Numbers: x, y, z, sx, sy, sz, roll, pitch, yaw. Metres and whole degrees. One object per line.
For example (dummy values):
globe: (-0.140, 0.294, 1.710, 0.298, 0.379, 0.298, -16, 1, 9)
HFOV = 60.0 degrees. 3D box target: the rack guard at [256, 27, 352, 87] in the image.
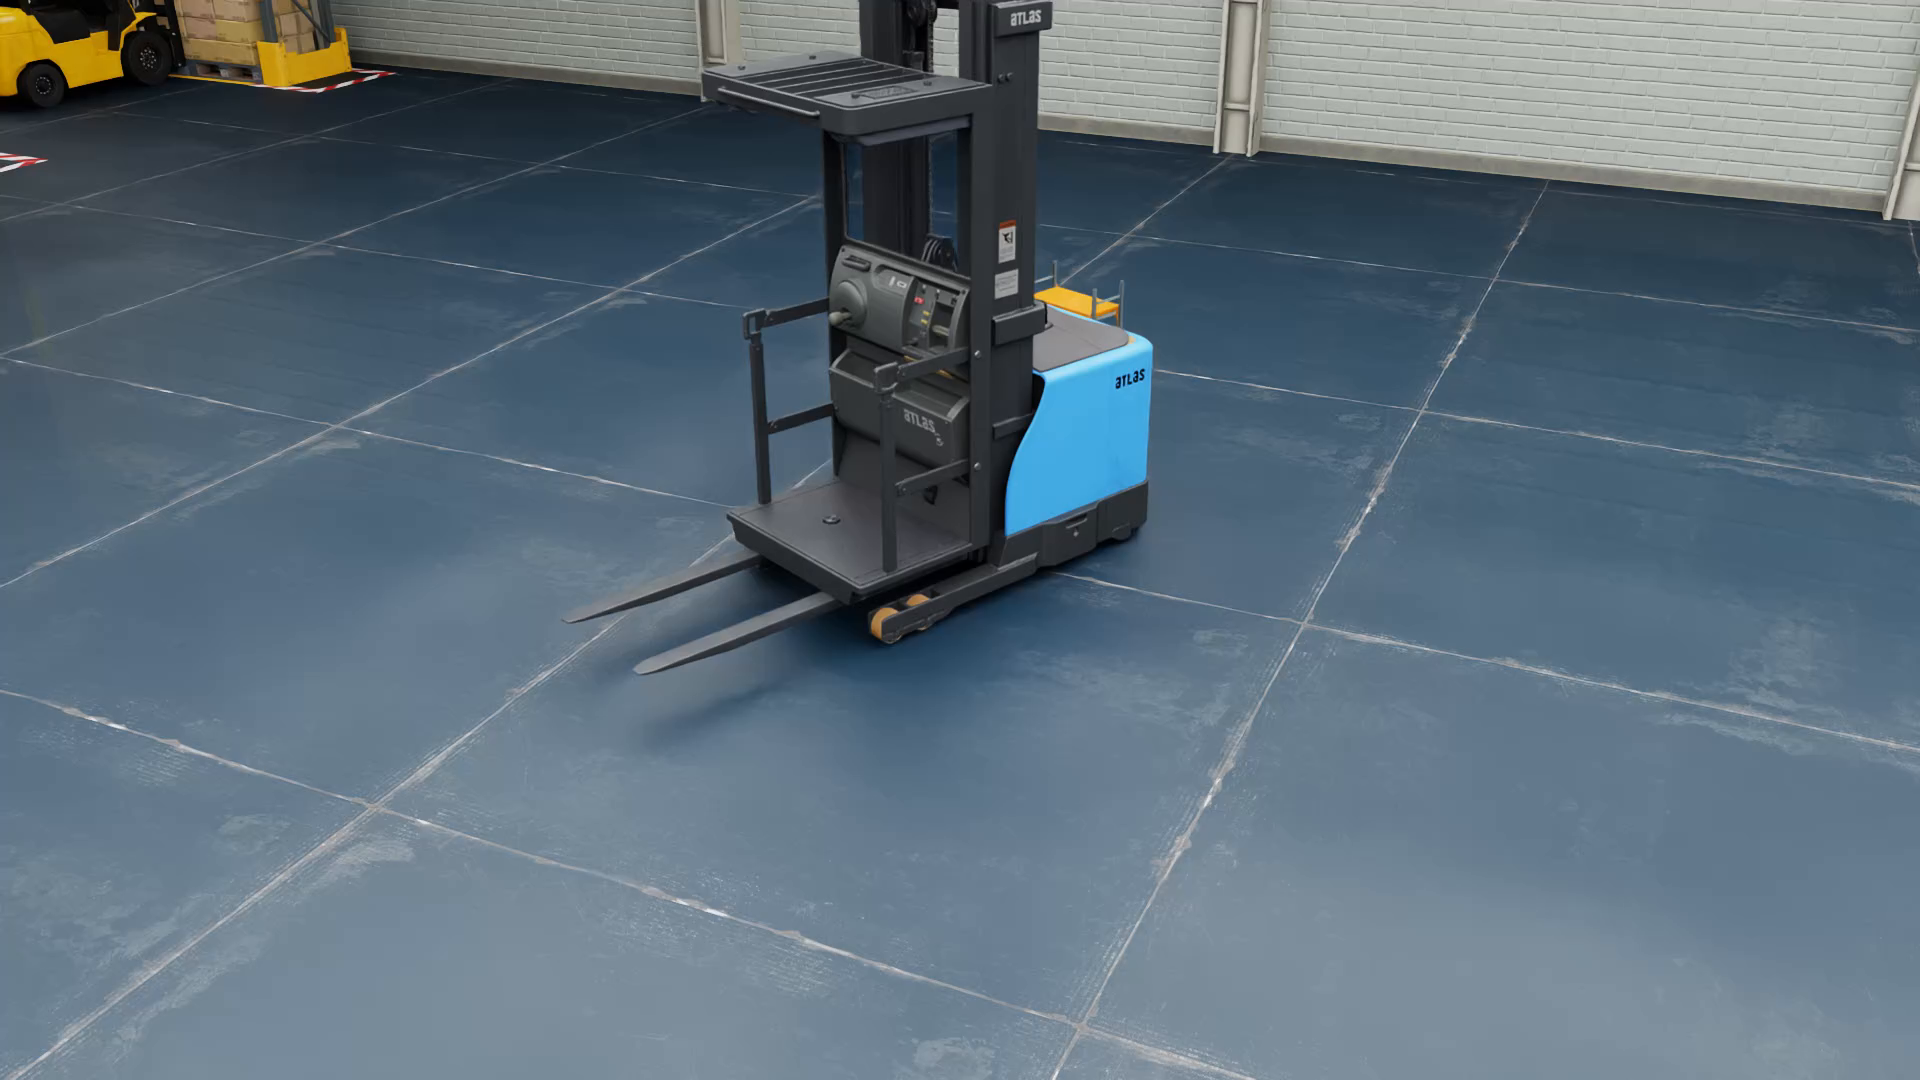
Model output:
rack guard: (-7.873, -5.818, 20.001, 0.348, 0.500, 1.175, 11, 28, 22)

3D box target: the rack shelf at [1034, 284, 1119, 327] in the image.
rack shelf: (0.613, -1.238, 9.016, 0.258, 0.148, 0.480, -23, 34, -39)

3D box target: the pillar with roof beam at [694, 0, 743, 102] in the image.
pillar with roof beam: (-4.476, -7.297, 13.384, 0.400, 9.000, 9.100, 11, 28, 22)

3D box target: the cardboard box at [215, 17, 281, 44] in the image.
cardboard box: (-8.468, -6.086, 19.788, 0.500, 0.250, 0.500, 11, 28, 21)

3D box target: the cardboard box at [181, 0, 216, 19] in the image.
cardboard box: (-8.911, -6.397, 19.853, 0.500, 0.250, 0.500, 12, 29, 23)

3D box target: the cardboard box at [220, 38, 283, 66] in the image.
cardboard box: (-8.454, -5.858, 19.889, 0.500, 0.250, 0.500, 12, 28, 22)

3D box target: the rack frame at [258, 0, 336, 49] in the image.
rack frame: (-7.895, -6.944, 19.458, 0.127, 3.000, 1.000, 11, 28, 22)

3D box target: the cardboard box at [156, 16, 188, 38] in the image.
cardboard box: (-9.398, -6.268, 20.157, 0.500, 0.250, 0.500, 11, 28, 21)

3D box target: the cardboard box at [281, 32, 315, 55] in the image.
cardboard box: (-8.261, -6.067, 20.315, 0.500, 0.250, 0.500, 11, 28, 22)

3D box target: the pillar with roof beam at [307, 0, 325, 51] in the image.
pillar with roof beam: (-9.938, -8.394, 15.612, 0.400, 9.000, 9.100, 11, 28, 22)

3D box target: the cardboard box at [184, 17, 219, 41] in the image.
cardboard box: (-8.920, -6.182, 19.983, 0.500, 0.250, 0.500, 11, 28, 21)

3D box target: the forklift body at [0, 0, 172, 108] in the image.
forklift body: (-10.377, -6.176, 18.860, 1.214, 2.155, 2.313, 11, 28, 22)

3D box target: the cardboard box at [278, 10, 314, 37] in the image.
cardboard box: (-8.237, -6.293, 20.206, 0.500, 0.250, 0.500, 12, 29, 23)

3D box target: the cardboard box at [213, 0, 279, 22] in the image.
cardboard box: (-8.443, -6.306, 19.668, 0.500, 0.250, 0.500, 12, 29, 24)

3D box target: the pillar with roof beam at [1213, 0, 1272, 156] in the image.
pillar with roof beam: (0.986, -6.200, 11.155, 0.400, 9.000, 9.100, 11, 28, 22)

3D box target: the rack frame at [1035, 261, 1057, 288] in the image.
rack frame: (0.444, -0.963, 9.347, 0.240, 1.200, 0.015, -23, 34, -39)

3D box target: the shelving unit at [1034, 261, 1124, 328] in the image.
shelving unit: (0.613, -0.885, 9.190, 0.258, 1.200, 0.503, -23, 34, -39)

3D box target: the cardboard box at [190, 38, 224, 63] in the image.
cardboard box: (-8.902, -5.952, 20.082, 0.500, 0.250, 0.500, 11, 28, 22)

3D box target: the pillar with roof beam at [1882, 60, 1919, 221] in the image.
pillar with roof beam: (6.448, -5.103, 8.927, 0.400, 9.000, 9.100, 11, 28, 22)

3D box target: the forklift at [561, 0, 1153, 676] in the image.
forklift: (-0.450, -1.092, 7.650, 3.031, 2.935, 1.130, -21, 33, -36)

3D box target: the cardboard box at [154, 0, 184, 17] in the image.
cardboard box: (-9.374, -6.485, 20.032, 0.500, 0.250, 0.500, 12, 29, 22)

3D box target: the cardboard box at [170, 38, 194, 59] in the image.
cardboard box: (-9.354, -6.047, 20.275, 0.500, 0.250, 0.500, 12, 29, 22)

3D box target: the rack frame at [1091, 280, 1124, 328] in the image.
rack frame: (0.783, -0.808, 9.032, 0.240, 1.200, 0.015, -23, 34, -39)

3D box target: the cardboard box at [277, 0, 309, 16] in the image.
cardboard box: (-8.254, -6.511, 20.085, 0.500, 0.250, 0.500, 11, 28, 21)

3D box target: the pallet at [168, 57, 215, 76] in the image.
pallet: (-9.715, -6.040, 20.778, 1.213, 0.211, 1.003, 11, 28, 22)

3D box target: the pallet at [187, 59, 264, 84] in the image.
pallet: (-8.609, -5.816, 20.324, 1.213, 0.211, 1.003, 11, 28, 22)
